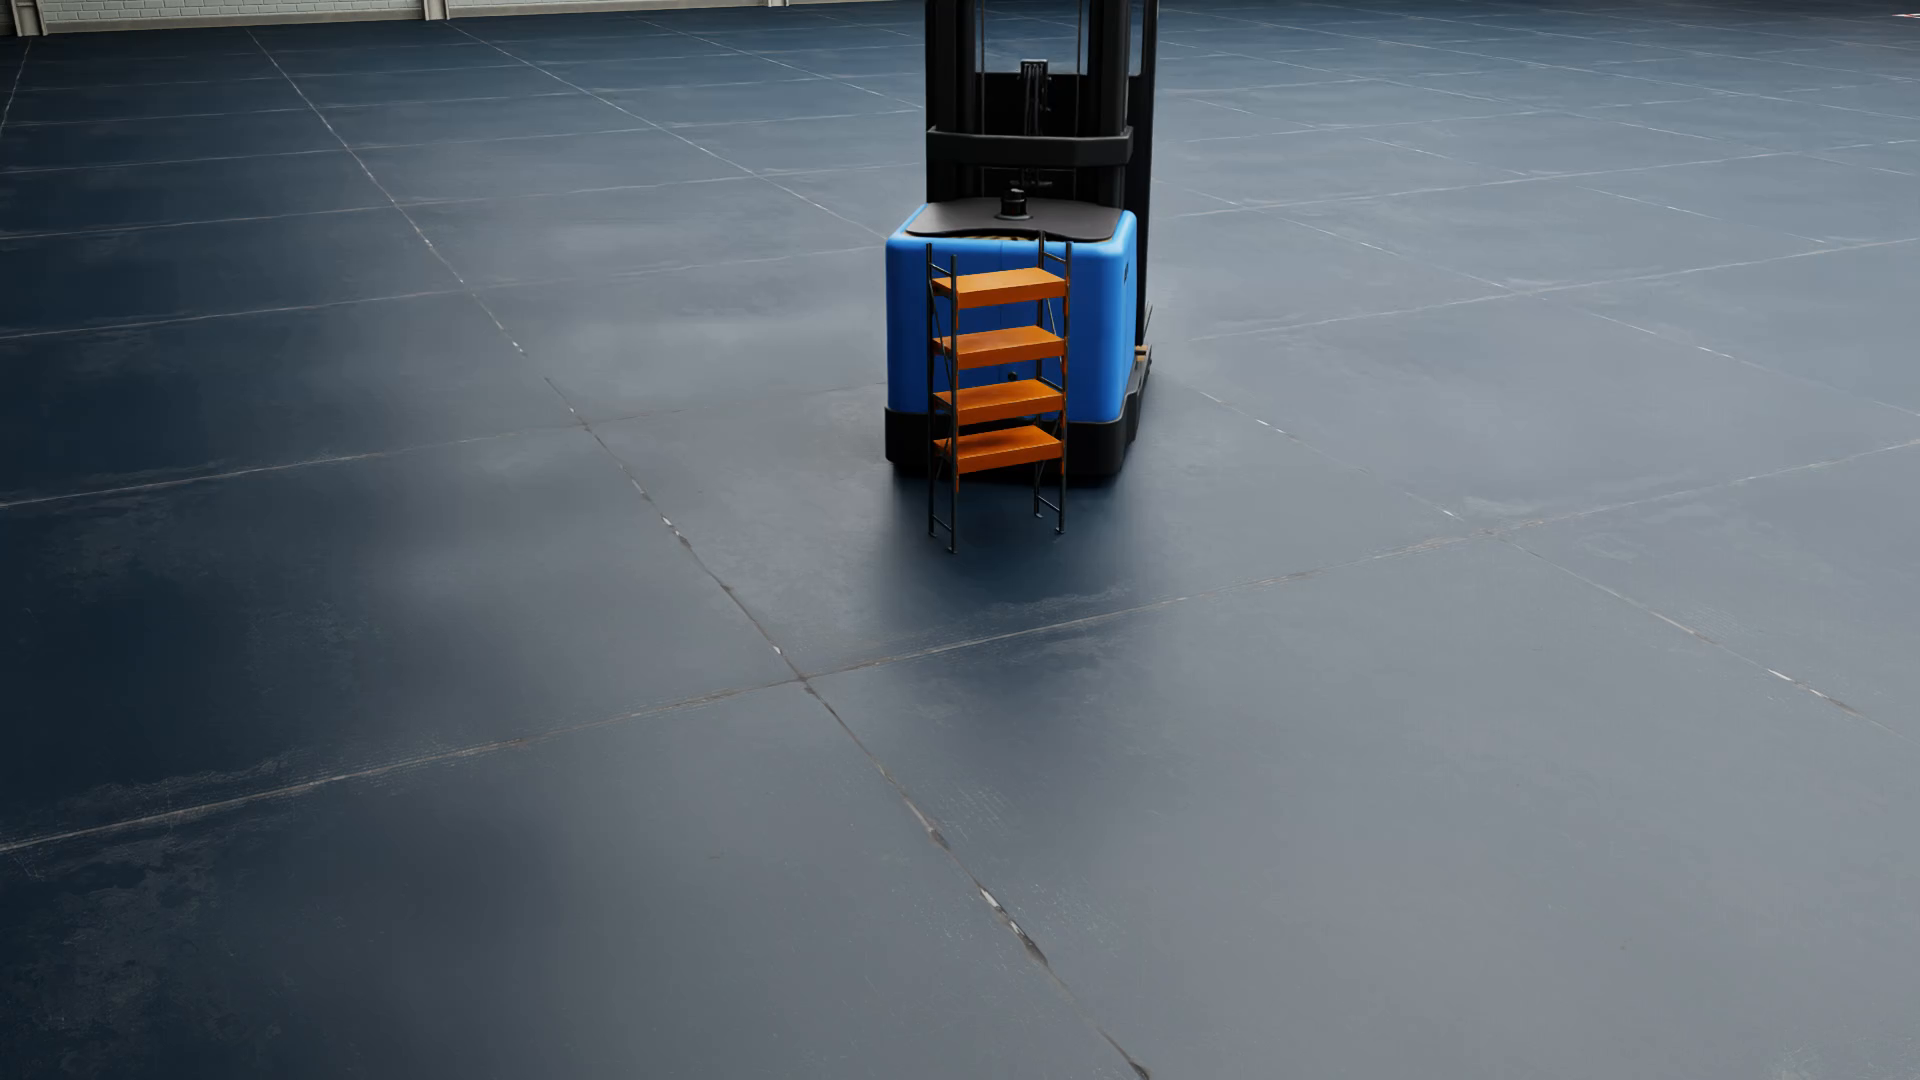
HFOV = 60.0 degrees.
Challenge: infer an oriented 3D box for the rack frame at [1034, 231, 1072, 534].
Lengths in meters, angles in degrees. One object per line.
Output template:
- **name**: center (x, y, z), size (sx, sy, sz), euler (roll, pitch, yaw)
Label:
- **rack frame**: center (0.369, -0.622, 6.685), size (0.015, 1.200, 0.240), euler (-10, 25, -24)

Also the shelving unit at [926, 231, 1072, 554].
- **shelving unit**: center (0.149, -0.582, 6.587), size (0.503, 1.200, 0.258), euler (-10, 25, -24)

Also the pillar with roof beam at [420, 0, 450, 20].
- **pillar with roof beam**: center (-6.883, -11.381, 22.479), size (0.400, 9.000, 9.100), euler (-10, 25, -24)

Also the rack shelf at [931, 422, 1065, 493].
- **rack shelf**: center (0.149, -0.336, 6.689), size (0.480, 0.148, 0.258), euler (-10, 25, -24)

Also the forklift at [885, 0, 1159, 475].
- **forklift**: center (0.420, -2.166, 8.151), size (1.130, 2.935, 3.031), euler (4, 23, 9)

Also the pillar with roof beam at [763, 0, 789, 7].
- **pillar with roof beam**: center (-1.476, -12.376, 24.883), size (0.400, 9.000, 9.100), euler (-10, 25, -24)

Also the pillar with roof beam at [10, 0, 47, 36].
- **pillar with roof beam**: center (-12.289, -10.386, 20.074), size (0.400, 9.000, 9.100), euler (-10, 25, -24)

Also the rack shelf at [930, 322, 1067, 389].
- **rack shelf**: center (0.149, -0.726, 6.527), size (0.480, 0.148, 0.258), euler (-10, 25, -24)

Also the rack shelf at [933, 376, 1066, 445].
- **rack shelf**: center (0.149, -0.520, 6.613), size (0.480, 0.148, 0.258), euler (-10, 25, -24)

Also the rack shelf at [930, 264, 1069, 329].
- **rack shelf**: center (0.149, -0.945, 6.437), size (0.480, 0.148, 0.258), euler (-10, 25, -24)

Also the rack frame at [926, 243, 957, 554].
- **rack frame**: center (-0.071, -0.541, 6.489), size (0.015, 1.200, 0.240), euler (-10, 25, -24)
